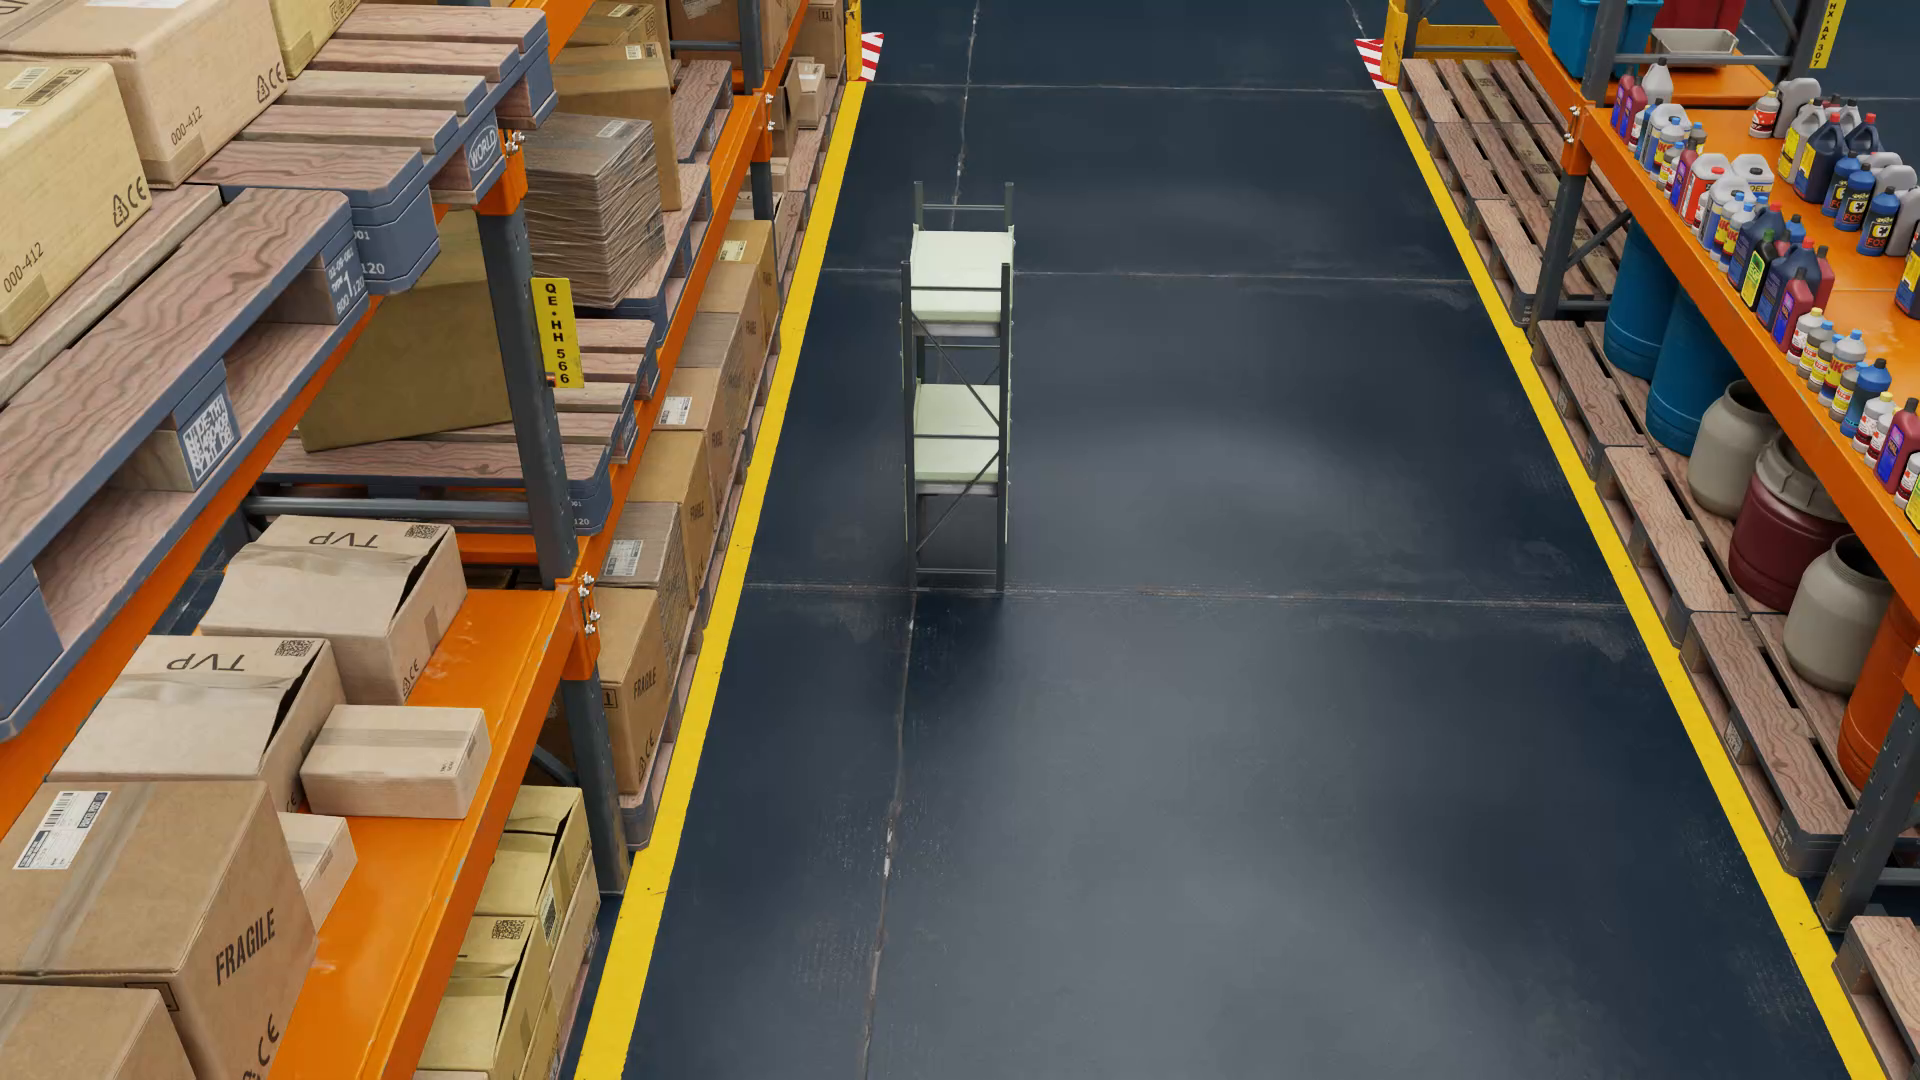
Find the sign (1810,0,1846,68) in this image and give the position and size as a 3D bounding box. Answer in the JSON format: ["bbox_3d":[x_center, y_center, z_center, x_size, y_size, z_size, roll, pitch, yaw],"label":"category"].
[{"bbox_3d":[4.039,-2.364,7.764,0.100,0.325,0.005,1,35,2],"label":"sign"}]

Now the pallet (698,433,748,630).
[{"bbox_3d":[-1.501,-0.069,7.165,1.003,0.211,1.213,1,35,2],"label":"pallet"}]

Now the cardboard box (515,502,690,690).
[{"bbox_3d":[-1.301,0.204,6.143,0.500,0.500,0.500,0,35,0],"label":"cardboard box"}]

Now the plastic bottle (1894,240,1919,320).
[{"bbox_3d":[3.578,-1.002,6.110,0.144,0.351,0.185,1,35,2],"label":"plastic bottle"}]

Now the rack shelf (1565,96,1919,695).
[{"bbox_3d":[3.409,-0.821,6.435,1.077,0.370,4.000,1,35,2],"label":"rack shelf"}]

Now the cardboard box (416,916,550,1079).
[{"bbox_3d":[-1.410,1.246,4.407,0.500,0.311,0.500,1,35,1],"label":"cardboard box"}]

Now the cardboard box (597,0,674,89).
[{"bbox_3d":[-1.702,-2.327,7.500,0.700,0.500,0.500,-10,36,-14],"label":"cardboard box"}]

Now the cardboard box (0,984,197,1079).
[{"bbox_3d":[-1.693,1.143,2.928,0.500,0.500,0.500,1,35,2],"label":"cardboard box"}]

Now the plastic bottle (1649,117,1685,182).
[{"bbox_3d":[3.043,-1.679,7.142,0.097,0.271,0.097,0,35,0],"label":"plastic bottle"}]

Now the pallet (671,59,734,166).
[{"bbox_3d":[-1.601,-1.846,7.435,1.003,0.211,1.213,1,35,2],"label":"pallet"}]

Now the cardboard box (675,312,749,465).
[{"bbox_3d":[-1.242,-0.676,7.395,0.500,0.500,0.500,2,35,2],"label":"cardboard box"}]

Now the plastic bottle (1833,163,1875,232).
[{"bbox_3d":[3.631,-1.393,6.736,0.097,0.271,0.097,0,35,0],"label":"plastic bottle"}]

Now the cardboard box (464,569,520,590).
[{"bbox_3d":[-1.817,0.217,6.124,0.500,0.500,0.500,3,35,4],"label":"cardboard box"}]

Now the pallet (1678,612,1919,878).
[{"bbox_3d":[3.319,0.720,6.041,1.003,0.211,1.213,1,35,2],"label":"pallet"}]

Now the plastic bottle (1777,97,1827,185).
[{"bbox_3d":[3.635,-1.712,7.120,0.144,0.351,0.185,1,35,2],"label":"plastic bottle"}]

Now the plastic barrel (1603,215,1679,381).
[{"bbox_3d":[3.451,-1.266,7.902,0.600,0.901,0.708,1,35,2],"label":"plastic barrel"}]

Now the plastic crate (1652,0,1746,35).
[{"bbox_3d":[3.776,-2.823,8.550,0.402,0.464,0.583,1,35,2],"label":"plastic crate"}]

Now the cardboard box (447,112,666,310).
[{"bbox_3d":[-1.480,-1.181,5.870,0.700,0.500,0.500,8,36,11],"label":"cardboard box"}]

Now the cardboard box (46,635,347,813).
[{"bbox_3d":[-1.850,0.463,4.060,0.500,0.311,0.500,1,35,1],"label":"cardboard box"}]

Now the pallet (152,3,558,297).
[{"bbox_3d":[-1.558,-0.841,3.394,1.213,0.211,1.003,3,35,4],"label":"pallet"}]

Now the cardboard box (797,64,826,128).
[{"bbox_3d":[-1.143,-2.871,10.735,0.500,0.250,0.500,1,35,2],"label":"cardboard box"}]

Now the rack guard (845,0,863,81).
[{"bbox_3d":[-1.302,-3.613,11.956,1.175,0.500,0.348,1,35,2],"label":"rack guard"}]

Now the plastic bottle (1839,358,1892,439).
[{"bbox_3d":[2.959,-0.466,5.417,0.097,0.271,0.097,0,35,0],"label":"plastic bottle"}]

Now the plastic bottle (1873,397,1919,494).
[{"bbox_3d":[2.928,-0.294,5.160,0.061,0.283,0.133,1,35,2],"label":"plastic bottle"}]

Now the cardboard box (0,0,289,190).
[{"bbox_3d":[-1.585,-0.857,3.017,0.500,0.250,0.500,2,35,3],"label":"cardboard box"}]

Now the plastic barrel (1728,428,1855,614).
[{"bbox_3d":[3.377,-0.082,6.490,0.600,0.588,0.708,1,35,2],"label":"plastic barrel"}]

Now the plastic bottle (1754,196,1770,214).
[{"bbox_3d":[3.169,-1.269,6.619,0.097,0.201,0.097,0,35,0],"label":"plastic bottle"}]

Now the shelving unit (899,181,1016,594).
[{"bbox_3d":[0.000,-0.610,6.813,0.431,1.500,0.755,1,35,2],"label":"shelving unit"}]

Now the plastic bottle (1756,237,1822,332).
[{"bbox_3d":[3.013,-0.936,6.016,0.144,0.351,0.185,1,35,2],"label":"plastic bottle"}]

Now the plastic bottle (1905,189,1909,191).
[{"bbox_3d":[3.779,-1.305,6.671,0.097,0.201,0.097,0,35,0],"label":"plastic bottle"}]

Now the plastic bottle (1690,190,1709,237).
[{"bbox_3d":[3.021,-1.328,6.704,0.097,0.201,0.097,0,35,0],"label":"plastic bottle"}]

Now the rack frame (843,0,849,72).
[{"bbox_3d":[-1.299,-4.679,11.299,1.000,3.000,0.127,1,35,2],"label":"rack frame"}]

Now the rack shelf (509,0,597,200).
[{"bbox_3d":[-1.540,-2.165,5.739,1.077,0.370,4.000,1,35,2],"label":"rack shelf"}]

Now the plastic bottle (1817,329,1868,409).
[{"bbox_3d":[2.966,-0.578,5.576,0.097,0.271,0.097,0,35,0],"label":"plastic bottle"}]

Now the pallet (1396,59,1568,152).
[{"bbox_3d":[3.578,-2.949,11.262,1.003,0.211,1.213,1,35,2],"label":"pallet"}]

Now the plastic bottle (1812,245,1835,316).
[{"bbox_3d":[3.116,-0.921,6.053,0.061,0.283,0.133,1,35,2],"label":"plastic bottle"}]

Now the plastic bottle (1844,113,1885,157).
[{"bbox_3d":[3.772,-1.603,6.964,0.144,0.351,0.185,1,35,2],"label":"plastic bottle"}]

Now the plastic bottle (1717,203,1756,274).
[{"bbox_3d":[3.008,-1.168,6.415,0.097,0.271,0.097,0,35,0],"label":"plastic bottle"}]

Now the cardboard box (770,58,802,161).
[{"bbox_3d":[-1.390,-2.619,10.157,0.797,0.503,0.637,1,35,2],"label":"cardboard box"}]

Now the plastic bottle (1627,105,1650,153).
[{"bbox_3d":[3.057,-1.839,7.431,0.097,0.201,0.097,0,35,0],"label":"plastic bottle"}]

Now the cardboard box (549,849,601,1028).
[{"bbox_3d":[-1.398,1.178,4.991,0.500,0.250,0.500,2,35,3],"label":"cardboard box"}]

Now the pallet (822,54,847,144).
[{"bbox_3d":[-1.333,-3.037,11.387,1.003,0.211,1.213,1,35,2],"label":"pallet"}]

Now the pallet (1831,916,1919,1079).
[{"bbox_3d":[3.259,1.619,4.763,1.003,0.211,1.213,1,35,2],"label":"pallet"}]

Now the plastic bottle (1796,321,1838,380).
[{"bbox_3d":[2.974,-0.661,5.755,0.097,0.201,0.097,0,35,0],"label":"plastic bottle"}]

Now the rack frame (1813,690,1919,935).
[{"bbox_3d":[3.329,0.034,4.594,1.000,3.000,0.127,1,35,2],"label":"rack frame"}]

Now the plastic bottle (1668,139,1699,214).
[{"bbox_3d":[3.013,-1.506,6.885,0.061,0.283,0.133,1,35,2],"label":"plastic bottle"}]

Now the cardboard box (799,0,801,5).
[{"bbox_3d":[-1.127,-3.290,9.236,0.500,0.500,0.500,1,35,2],"label":"cardboard box"}]

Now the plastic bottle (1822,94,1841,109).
[{"bbox_3d":[3.833,-1.849,7.374,0.061,0.283,0.133,1,35,2],"label":"plastic bottle"}]

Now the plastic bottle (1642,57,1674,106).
[{"bbox_3d":[3.150,-2.026,7.568,0.144,0.351,0.185,1,35,2],"label":"plastic bottle"}]

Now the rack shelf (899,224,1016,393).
[{"bbox_3d":[0.000,-0.929,6.589,0.431,0.370,0.720,1,35,2],"label":"rack shelf"}]
